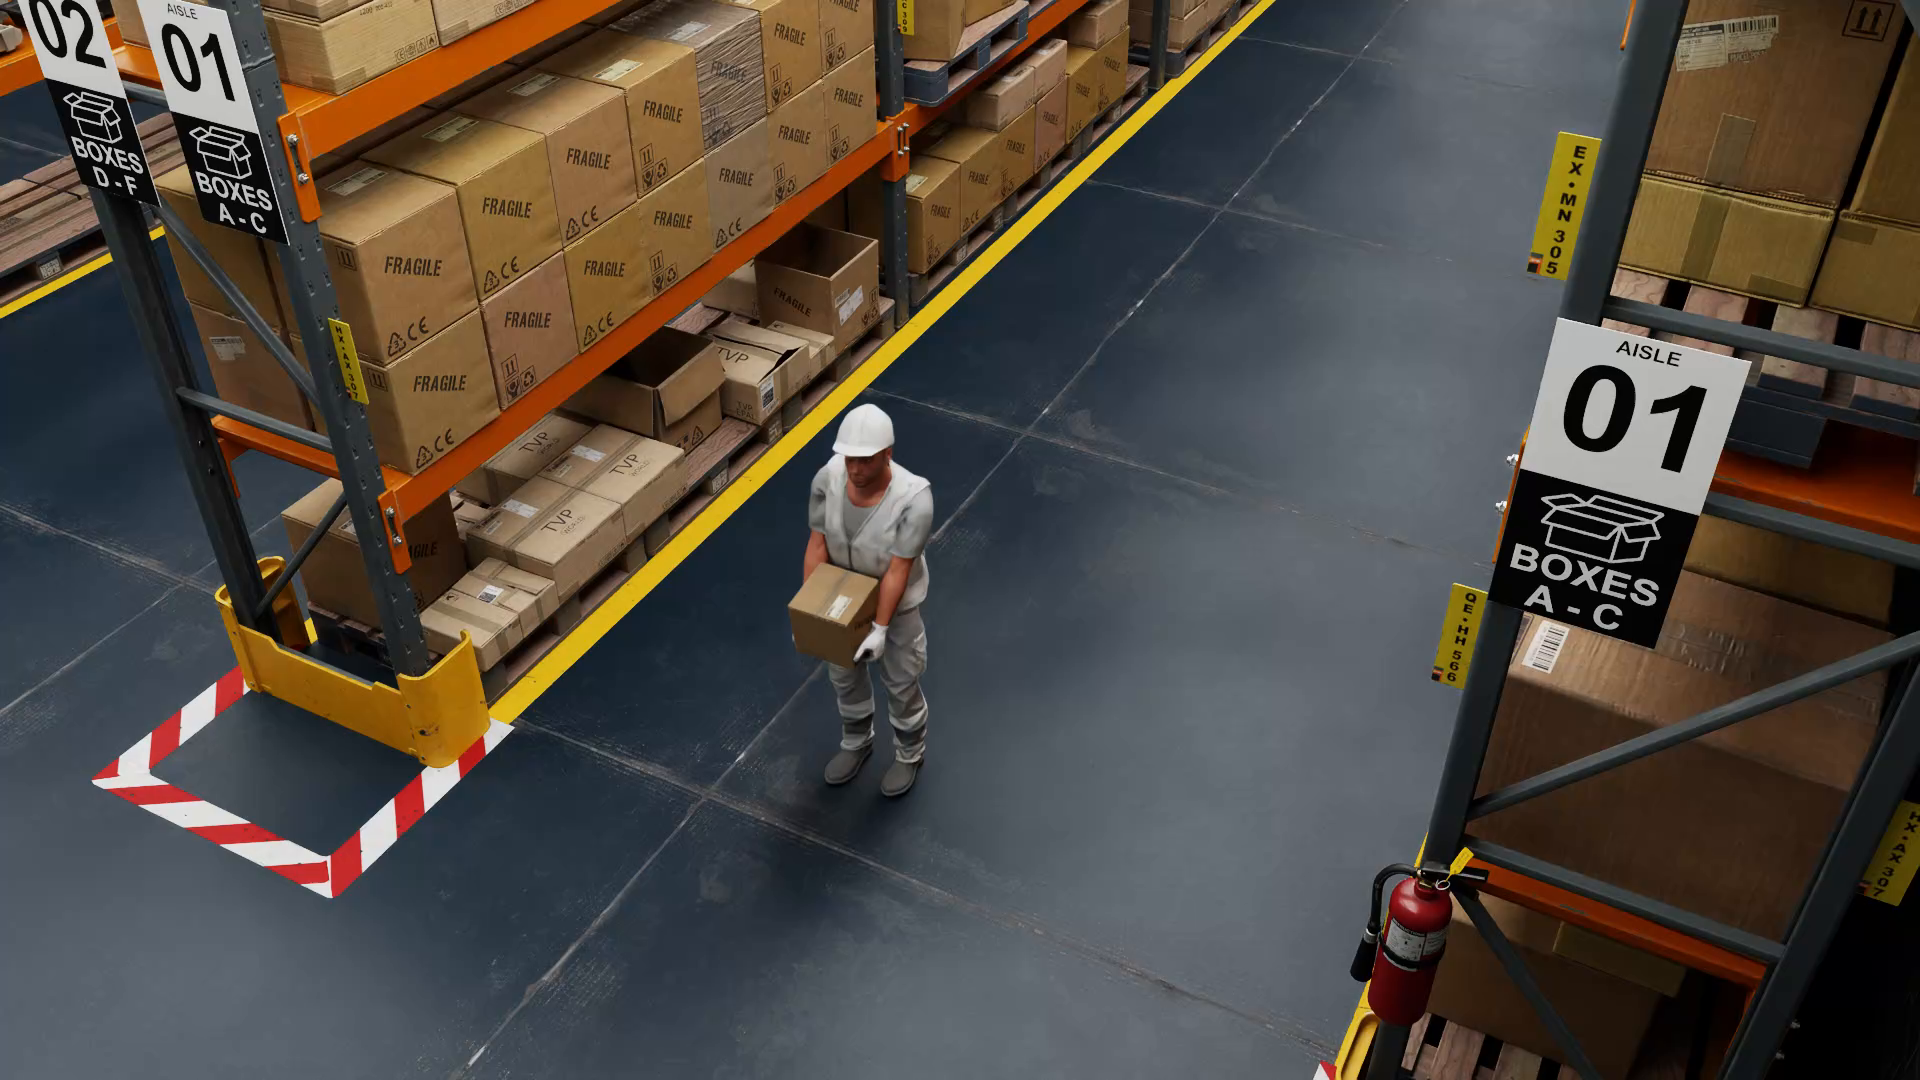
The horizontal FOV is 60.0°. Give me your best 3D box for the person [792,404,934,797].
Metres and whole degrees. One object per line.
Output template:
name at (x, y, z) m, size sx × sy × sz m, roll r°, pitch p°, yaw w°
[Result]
person at (-0.365, 0.278, 6.372) m, size 0.494 × 1.783 × 0.570 m, roll 17°, pitch 41°, yaw 21°
